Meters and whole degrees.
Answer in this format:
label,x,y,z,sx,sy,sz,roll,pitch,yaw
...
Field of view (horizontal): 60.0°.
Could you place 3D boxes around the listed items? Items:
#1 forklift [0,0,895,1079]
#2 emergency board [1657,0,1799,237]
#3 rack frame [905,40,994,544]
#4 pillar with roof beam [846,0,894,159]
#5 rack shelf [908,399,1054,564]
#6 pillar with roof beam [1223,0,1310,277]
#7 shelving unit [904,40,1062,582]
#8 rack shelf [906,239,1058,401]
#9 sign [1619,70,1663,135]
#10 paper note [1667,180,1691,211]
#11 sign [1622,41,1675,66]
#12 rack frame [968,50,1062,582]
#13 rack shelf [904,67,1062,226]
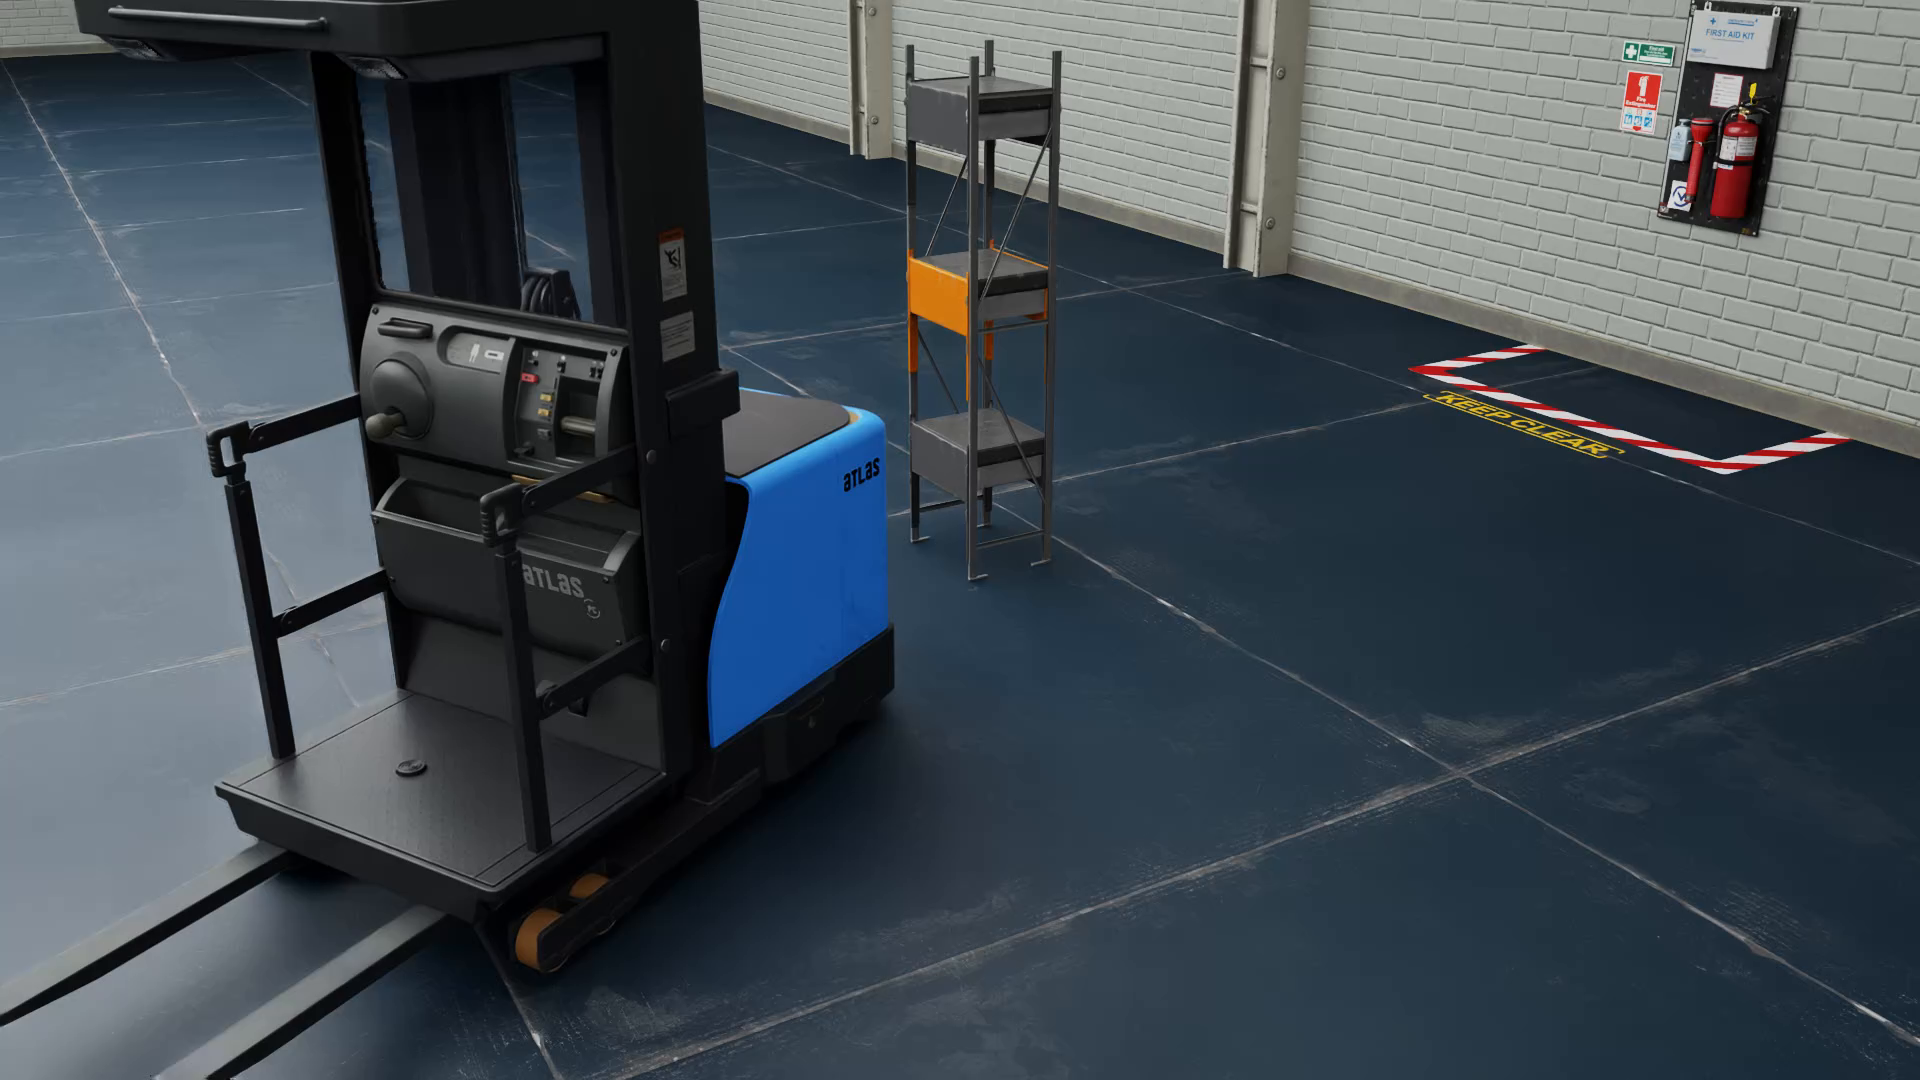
label,x,y,z,sx,sy,sz,roll,pitch,yaw
forklift,-1.401,-0.396,4.393,1.130,2.935,3.031,12,25,27
emergency board,4.006,-2.235,8.828,0.194,1.169,0.643,-13,25,-28
rack frame,-0.040,-0.998,6.979,0.400,2.100,0.015,-13,25,-28
pillar with roof beam,-4.595,-7.264,13.232,9.100,9.000,0.400,-13,25,-28
rack shelf,0.085,-0.258,7.053,0.431,0.518,0.480,-13,25,-28
pillar with roof beam,-1.530,-5.322,8.453,9.100,9.000,0.400,-13,25,-28
shelving unit,0.085,-0.919,6.784,0.431,2.100,0.503,-13,25,-28
rack shelf,0.085,-0.906,6.789,0.431,0.518,0.480,-13,25,-28
sign,3.812,-2.451,9.310,0.001,0.329,0.234,-13,25,-28
paper note,3.975,-1.898,9.167,0.016,0.148,0.142,-13,25,-28
sign,3.807,-2.693,9.202,0.001,0.109,0.331,-13,25,-28
rack frame,0.209,-0.840,6.590,0.400,2.100,0.015,-13,25,-28
rack shelf,0.085,-1.555,6.526,0.431,0.518,0.480,-13,25,-28
